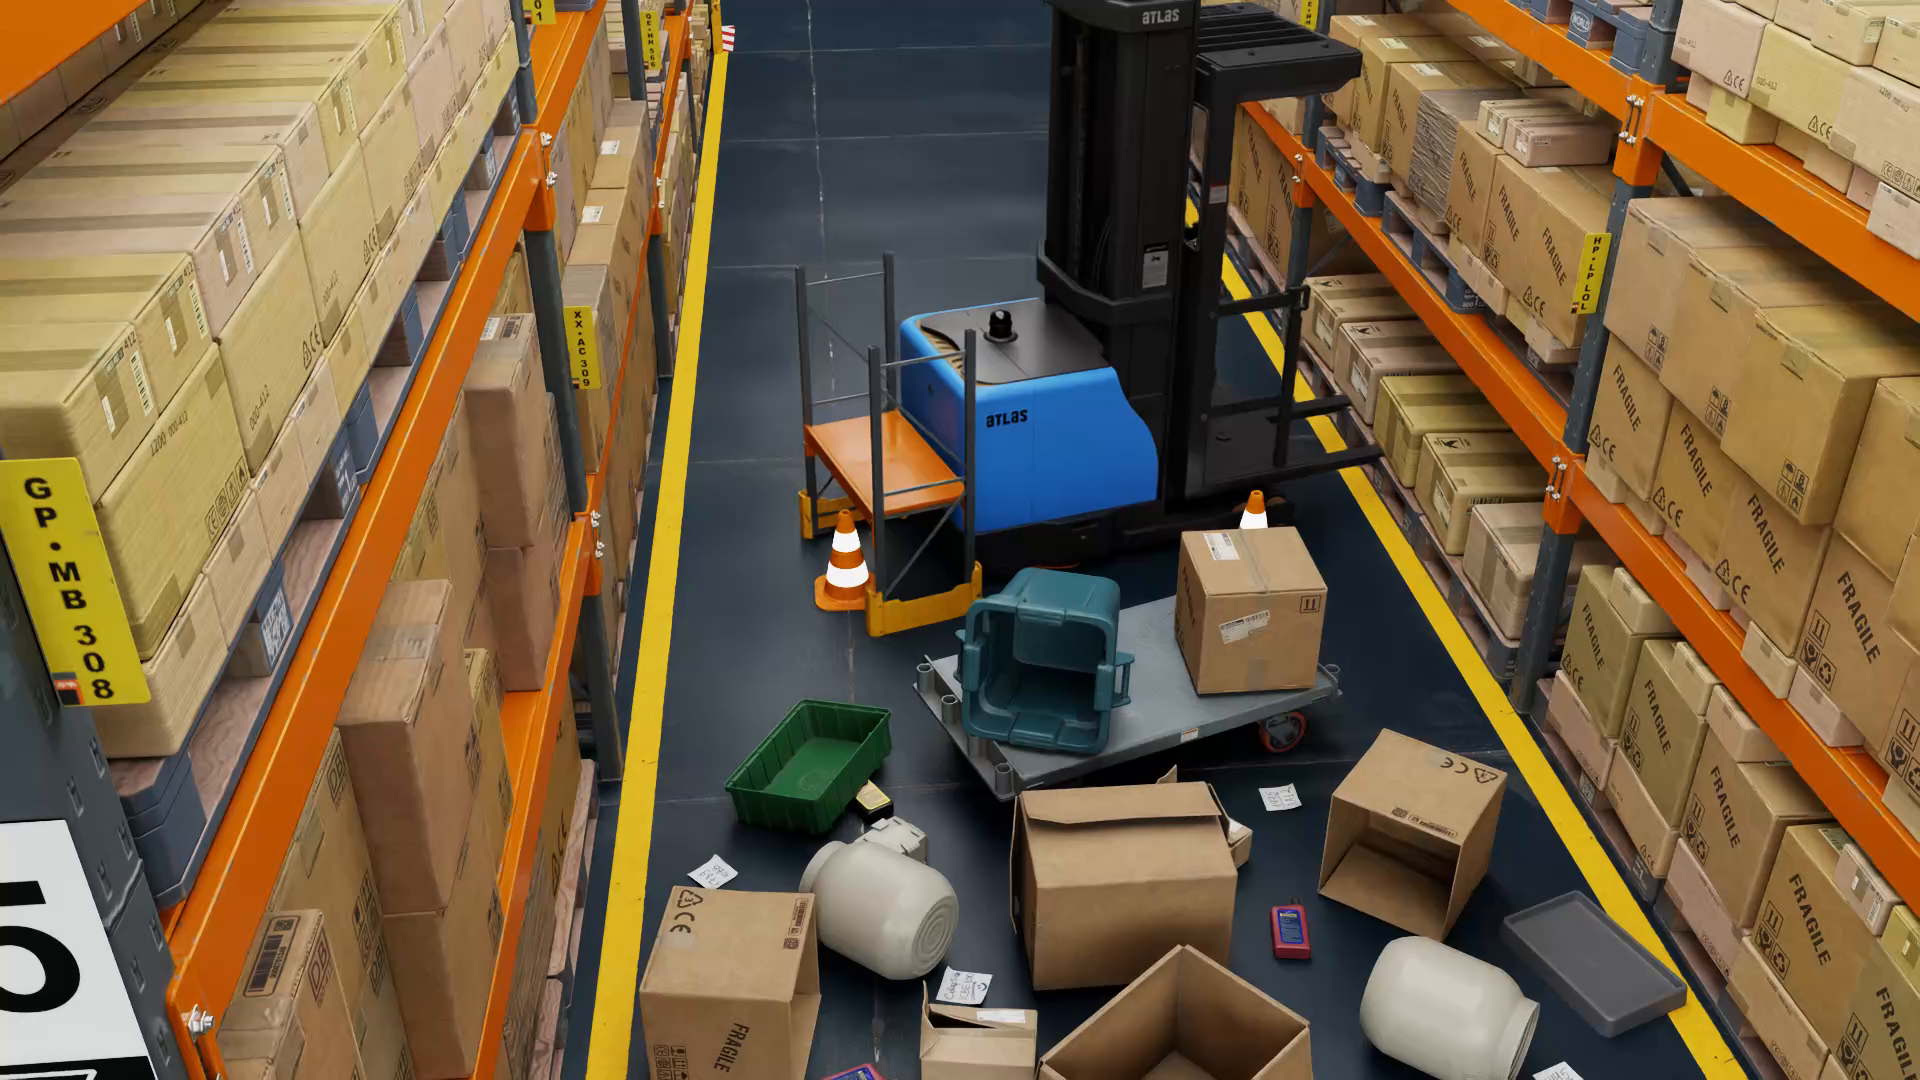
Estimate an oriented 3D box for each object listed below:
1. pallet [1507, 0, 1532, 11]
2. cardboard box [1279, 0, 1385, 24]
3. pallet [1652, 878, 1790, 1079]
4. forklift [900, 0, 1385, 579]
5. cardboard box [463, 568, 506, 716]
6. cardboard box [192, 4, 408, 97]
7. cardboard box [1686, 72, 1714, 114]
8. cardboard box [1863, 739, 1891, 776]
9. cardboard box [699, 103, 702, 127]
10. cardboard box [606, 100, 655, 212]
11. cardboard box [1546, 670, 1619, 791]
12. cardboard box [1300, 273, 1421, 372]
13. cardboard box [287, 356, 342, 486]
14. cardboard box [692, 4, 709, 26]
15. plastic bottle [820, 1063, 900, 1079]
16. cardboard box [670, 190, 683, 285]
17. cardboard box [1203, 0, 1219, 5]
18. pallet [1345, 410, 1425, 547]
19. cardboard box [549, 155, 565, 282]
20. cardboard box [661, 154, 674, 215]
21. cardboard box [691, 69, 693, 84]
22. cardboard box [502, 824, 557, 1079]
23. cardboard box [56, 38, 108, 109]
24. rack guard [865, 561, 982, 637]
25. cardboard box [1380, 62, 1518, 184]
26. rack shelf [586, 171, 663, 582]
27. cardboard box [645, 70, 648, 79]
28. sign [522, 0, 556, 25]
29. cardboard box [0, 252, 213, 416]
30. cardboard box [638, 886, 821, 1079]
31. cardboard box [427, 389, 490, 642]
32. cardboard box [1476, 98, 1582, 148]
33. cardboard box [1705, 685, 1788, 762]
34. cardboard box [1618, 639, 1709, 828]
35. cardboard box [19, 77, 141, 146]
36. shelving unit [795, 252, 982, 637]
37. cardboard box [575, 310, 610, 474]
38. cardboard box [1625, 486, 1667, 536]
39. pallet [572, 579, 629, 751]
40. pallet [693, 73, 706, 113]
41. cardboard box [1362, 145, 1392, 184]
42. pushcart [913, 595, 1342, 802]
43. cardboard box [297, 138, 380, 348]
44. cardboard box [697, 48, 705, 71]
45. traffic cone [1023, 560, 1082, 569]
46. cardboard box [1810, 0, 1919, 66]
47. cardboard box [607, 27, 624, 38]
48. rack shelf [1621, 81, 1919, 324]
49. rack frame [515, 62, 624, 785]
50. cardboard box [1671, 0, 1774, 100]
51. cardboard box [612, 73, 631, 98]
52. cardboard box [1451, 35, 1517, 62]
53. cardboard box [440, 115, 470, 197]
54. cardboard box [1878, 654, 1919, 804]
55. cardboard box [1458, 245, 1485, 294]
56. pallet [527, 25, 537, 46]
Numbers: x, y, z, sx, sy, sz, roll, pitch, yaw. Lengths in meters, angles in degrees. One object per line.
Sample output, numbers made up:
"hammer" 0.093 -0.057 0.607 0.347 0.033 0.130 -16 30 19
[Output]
"pallet" 2.933 -2.614 7.459 1.213 0.211 1.003 -3 31 -5
"cardboard box" 2.303 -3.323 10.315 0.500 0.500 0.500 -4 31 -6
"pallet" 3.200 1.606 5.856 1.003 0.211 1.213 -3 31 -5
"forklift" 1.247 -1.526 8.446 3.031 2.935 1.130 -11 33 -18
"cardboard box" -1.880 0.416 4.982 0.875 0.550 0.550 -3 31 -5
"cardboard box" -1.440 -1.067 3.646 0.380 0.149 0.250 -2 31 -4
"cardboard box" 2.768 -1.564 5.764 0.380 0.149 0.250 -3 31 -5
"cardboard box" 2.987 0.631 5.013 0.380 0.149 0.250 -3 31 -5
"cardboard box" -2.420 -3.646 14.300 0.380 0.149 0.250 -2 31 -3
"cardboard box" -1.998 -2.136 9.304 0.500 0.500 0.500 -3 31 -5
"cardboard box" 2.771 0.757 6.829 0.500 0.250 0.500 -4 31 -7
"cardboard box" 2.654 -1.362 10.259 0.950 0.372 0.625 -5 31 -8
"cardboard box" -1.344 -0.207 2.984 0.380 0.149 0.250 -3 31 -4
"cardboard box" -2.636 -5.091 16.139 0.380 0.149 0.250 -3 31 -6
"plastic bottle" -0.349 1.844 5.603 0.283 0.061 0.133 -14 33 -22
"cardboard box" -2.170 -2.048 11.281 0.500 0.500 0.500 -2 31 -4
"cardboard box" 2.095 -4.030 12.230 0.500 0.250 0.500 -2 31 -4
"pallet" 2.794 -0.382 9.183 1.003 0.211 1.213 -3 31 -5
"cardboard box" -2.036 -1.256 6.855 0.700 0.500 0.500 -3 31 -5
"cardboard box" -2.178 -2.362 11.076 0.500 0.250 0.500 -3 31 -5
"cardboard box" -2.474 -3.894 14.134 0.380 0.149 0.250 -1 31 -2
"cardboard box" -1.857 1.248 5.398 0.875 0.875 0.875 -3 31 -4
"cardboard box" -2.096 -1.035 3.593 0.380 0.149 0.250 -3 31 -5
"rack guard" -0.172 0.284 8.031 0.587 0.250 0.087 -12 33 -20
"cardboard box" 2.535 -2.173 8.665 0.500 0.500 0.500 -2 31 -4
"rack shelf" -2.121 -0.981 8.168 1.077 0.370 4.000 -3 31 -5
"cardboard box" -2.226 -3.033 10.739 0.380 0.149 0.250 -1 31 -2
"sign" -1.381 -1.839 5.398 0.100 0.325 0.005 -3 31 -5
"cardboard box" -1.297 -0.285 2.338 0.380 0.149 0.250 -3 31 -4
"cardboard box" -0.767 1.547 5.670 0.500 0.500 0.500 2 31 4
"cardboard box" -1.853 -0.049 4.707 0.875 0.550 0.550 -3 31 -5
"cardboard box" 2.591 -1.901 7.578 0.380 0.149 0.250 -4 31 -7
"cardboard box" 2.801 0.623 5.690 0.380 0.149 0.250 -1 31 -2
"cardboard box" 2.833 0.708 6.180 0.500 0.500 0.500 -2 31 -3
"cardboard box" -2.023 -0.806 3.598 0.500 0.250 0.500 -2 31 -4
"shelving unit" -0.367 -0.487 8.103 0.587 1.500 1.083 -12 33 -20
"cardboard box" -1.715 -0.593 6.719 0.500 0.500 0.500 -2 31 -4
"cardboard box" 2.770 -0.147 6.315 0.380 0.149 0.250 -2 31 -3
"pallet" -2.081 0.539 7.643 1.003 0.211 1.213 -3 31 -5
"pallet" -2.896 -4.121 15.444 1.003 0.211 1.213 -3 31 -5
"cardboard box" 2.434 -2.068 9.122 0.380 0.149 0.250 -3 31 -4
"pushcart" 0.720 0.703 7.204 1.648 0.377 0.936 -14 33 -22
"cardboard box" -1.446 -0.576 3.213 0.500 0.250 0.500 -3 31 -5
"cardboard box" -2.551 -4.423 15.311 0.380 0.149 0.250 -2 31 -4
"traffic cone" 0.453 -0.134 8.523 0.336 0.463 0.334 -3 31 -5
"cardboard box" 2.757 -1.501 4.880 0.380 0.149 0.250 -3 31 -5
"cardboard box" -2.186 -3.021 10.137 0.380 0.149 0.250 -4 31 -6
"rack shelf" 3.172 -0.515 4.463 1.077 0.370 4.000 -3 31 -5
"rack frame" -1.934 -0.268 6.274 1.000 3.000 0.127 -3 31 -5
"cardboard box" 2.754 -1.670 5.552 0.500 0.250 0.500 -3 31 -6
"cardboard box" -2.153 -2.767 10.003 0.380 0.149 0.250 -1 31 -2
"cardboard box" 2.990 -2.468 9.160 0.500 0.500 0.500 -3 31 -5
"cardboard box" -1.486 -0.982 4.282 0.380 0.149 0.250 -2 31 -4
"cardboard box" 2.948 0.539 4.535 0.500 0.500 0.500 -3 31 -5
"cardboard box" 2.568 -1.274 7.794 0.380 0.149 0.250 -3 31 -4
"pallet" -2.069 -1.940 6.334 0.805 0.209 1.217 -4 31 -7
